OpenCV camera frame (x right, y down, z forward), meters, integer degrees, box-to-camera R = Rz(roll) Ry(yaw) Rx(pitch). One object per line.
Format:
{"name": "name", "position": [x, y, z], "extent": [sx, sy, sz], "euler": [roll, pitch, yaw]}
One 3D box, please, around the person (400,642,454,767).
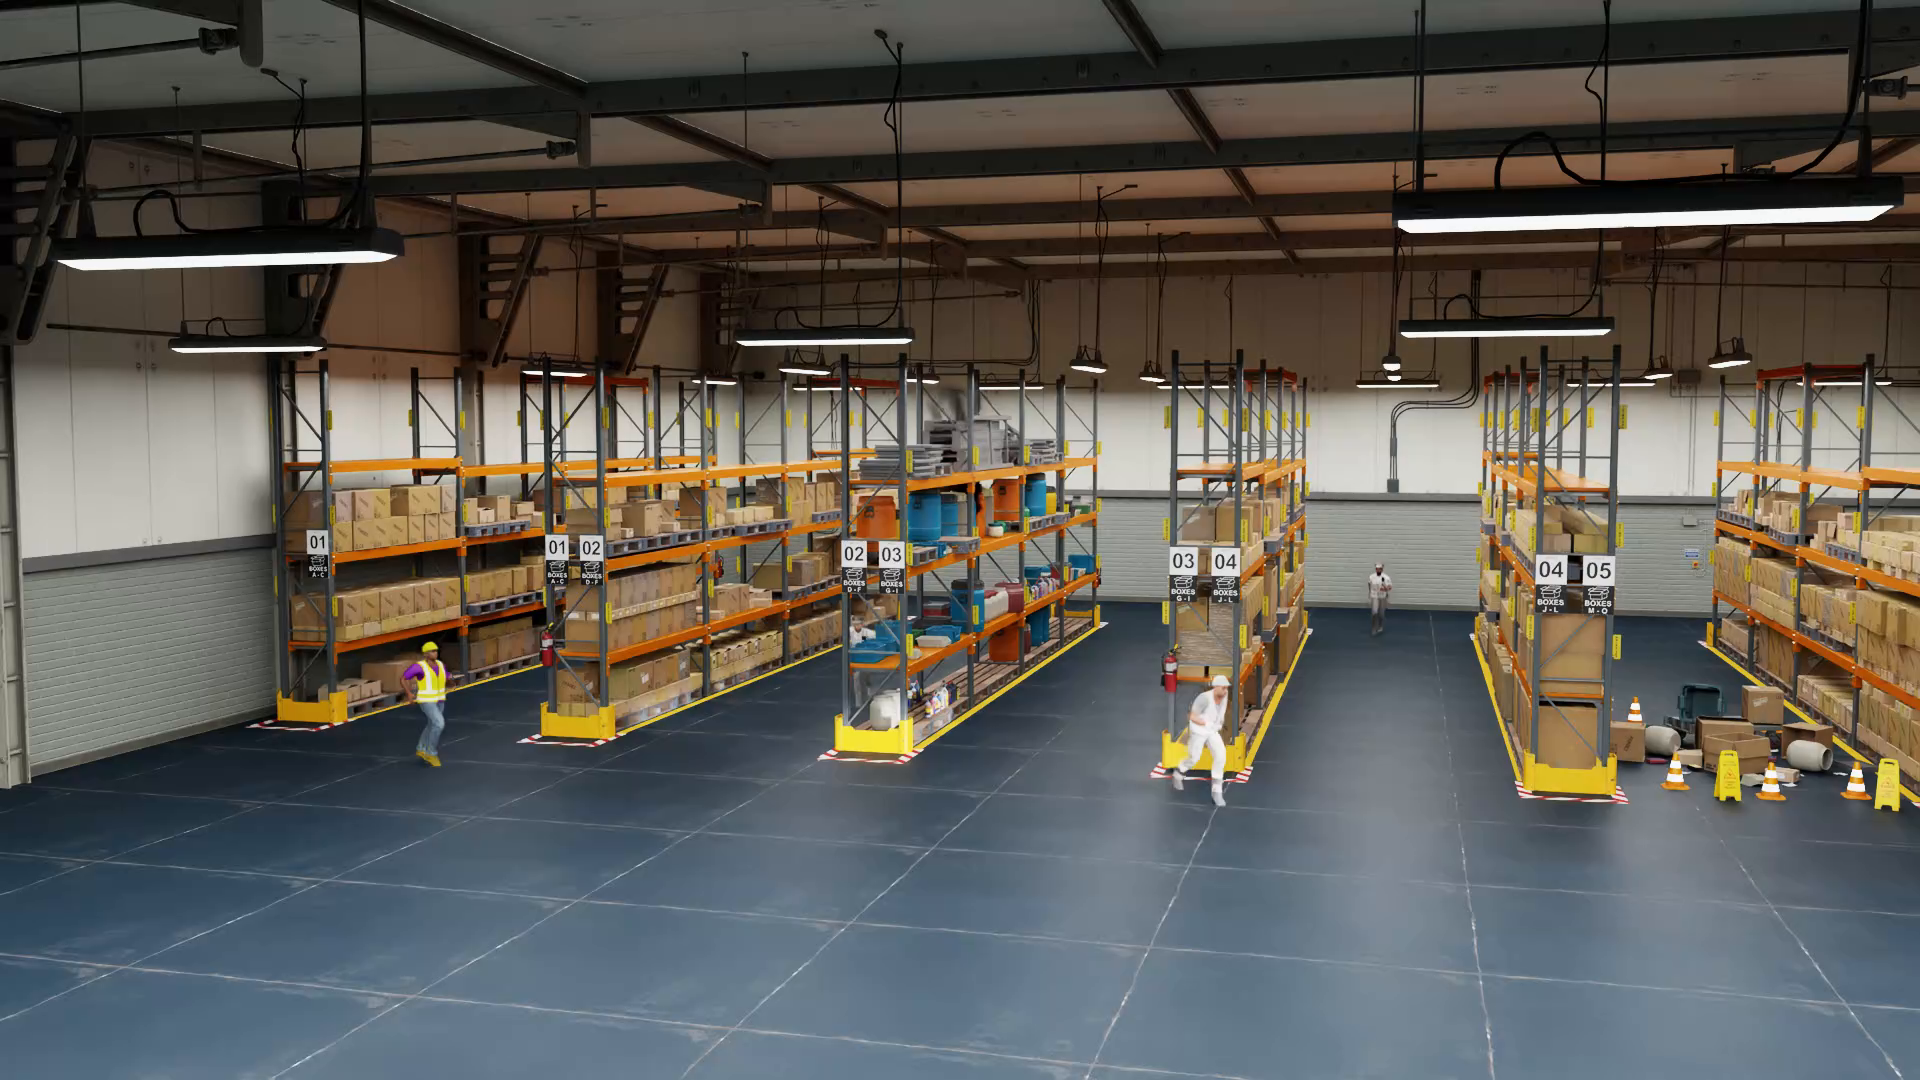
{"name": "person", "position": [-7.675, 2.388, 24.177], "extent": [0.751, 1.822, 0.670], "euler": [2, 5, 26]}

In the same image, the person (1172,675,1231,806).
{"name": "person", "position": [3.191, 2.596, 21.969], "extent": [0.702, 1.733, 1.054], "euler": [-3, 5, -37]}

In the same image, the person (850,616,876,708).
{"name": "person", "position": [-1.733, 2.117, 29.401], "extent": [0.656, 1.628, 0.952], "euler": [1, 4, 13]}

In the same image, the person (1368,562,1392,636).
{"name": "person", "position": [9.773, 1.381, 38.732], "extent": [0.555, 1.747, 0.717], "euler": [1, 4, 18]}
